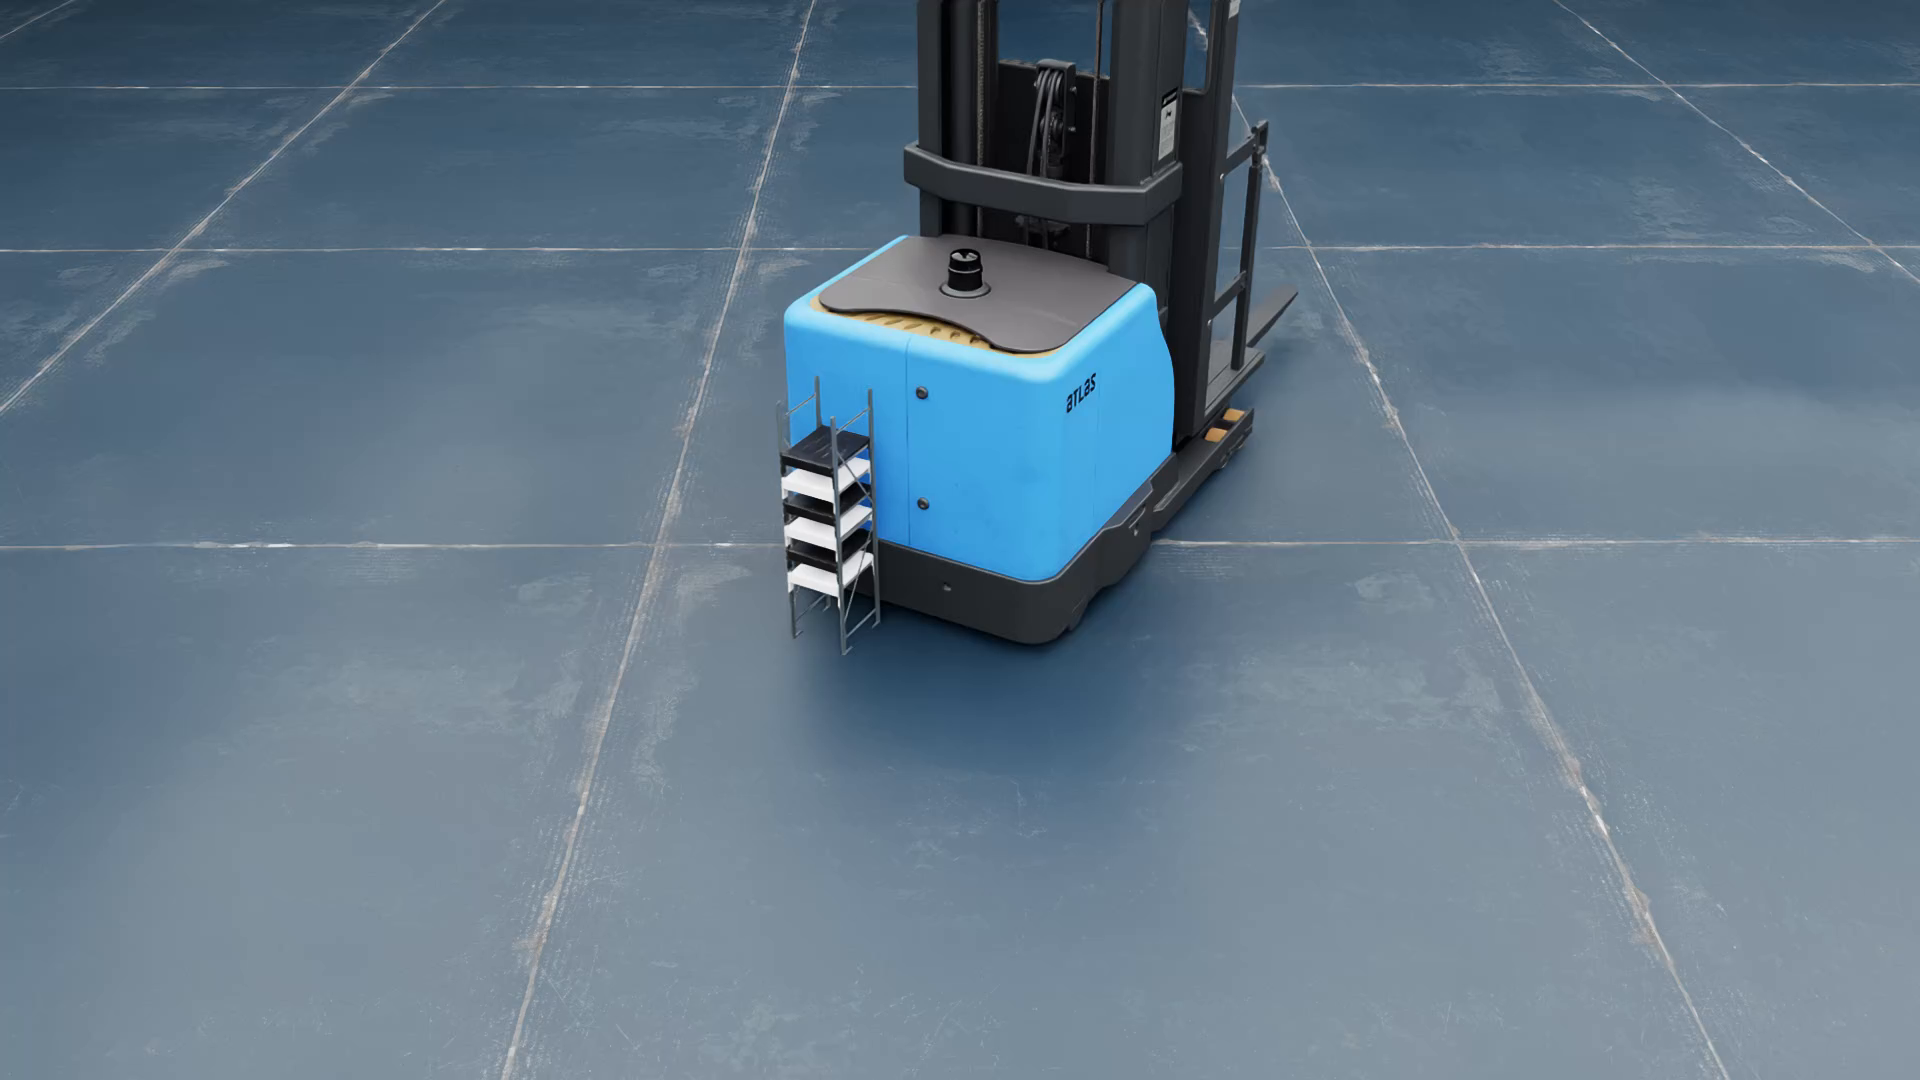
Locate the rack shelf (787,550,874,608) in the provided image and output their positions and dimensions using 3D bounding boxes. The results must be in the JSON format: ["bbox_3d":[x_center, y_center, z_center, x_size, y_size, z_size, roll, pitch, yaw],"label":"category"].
[{"bbox_3d":[-0.428,0.110,5.611,0.200,0.077,0.258,16,35,24],"label":"rack shelf"}]

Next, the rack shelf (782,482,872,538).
[{"bbox_3d":[-0.428,-0.120,5.471,0.200,0.077,0.258,16,35,24],"label":"rack shelf"}]

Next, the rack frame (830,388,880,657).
[{"bbox_3d":[-0.339,-0.046,5.458,0.006,0.900,0.240,16,35,24],"label":"rack frame"}]

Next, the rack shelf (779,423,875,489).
[{"bbox_3d":[-0.428,-0.274,5.377,0.200,0.077,0.258,16,35,24],"label":"rack shelf"}]

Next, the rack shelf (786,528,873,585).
[{"bbox_3d":[-0.428,0.033,5.564,0.200,0.077,0.258,16,35,24],"label":"rack shelf"}]

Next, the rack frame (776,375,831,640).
[{"bbox_3d":[-0.517,-0.097,5.542,0.006,0.900,0.240,16,35,24],"label":"rack frame"}]

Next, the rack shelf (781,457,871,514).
[{"bbox_3d":[-0.428,-0.197,5.424,0.200,0.077,0.258,16,35,24],"label":"rack shelf"}]

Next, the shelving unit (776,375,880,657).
[{"bbox_3d":[-0.428,-0.072,5.500,0.210,0.900,0.258,16,35,24],"label":"shelving unit"}]

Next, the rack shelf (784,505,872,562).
[{"bbox_3d":[-0.428,-0.043,5.517,0.200,0.077,0.258,16,35,24],"label":"rack shelf"}]

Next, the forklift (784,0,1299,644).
[{"bbox_3d":[0.557,-1.643,6.133,1.130,2.935,3.031,16,35,24],"label":"forklift"}]
